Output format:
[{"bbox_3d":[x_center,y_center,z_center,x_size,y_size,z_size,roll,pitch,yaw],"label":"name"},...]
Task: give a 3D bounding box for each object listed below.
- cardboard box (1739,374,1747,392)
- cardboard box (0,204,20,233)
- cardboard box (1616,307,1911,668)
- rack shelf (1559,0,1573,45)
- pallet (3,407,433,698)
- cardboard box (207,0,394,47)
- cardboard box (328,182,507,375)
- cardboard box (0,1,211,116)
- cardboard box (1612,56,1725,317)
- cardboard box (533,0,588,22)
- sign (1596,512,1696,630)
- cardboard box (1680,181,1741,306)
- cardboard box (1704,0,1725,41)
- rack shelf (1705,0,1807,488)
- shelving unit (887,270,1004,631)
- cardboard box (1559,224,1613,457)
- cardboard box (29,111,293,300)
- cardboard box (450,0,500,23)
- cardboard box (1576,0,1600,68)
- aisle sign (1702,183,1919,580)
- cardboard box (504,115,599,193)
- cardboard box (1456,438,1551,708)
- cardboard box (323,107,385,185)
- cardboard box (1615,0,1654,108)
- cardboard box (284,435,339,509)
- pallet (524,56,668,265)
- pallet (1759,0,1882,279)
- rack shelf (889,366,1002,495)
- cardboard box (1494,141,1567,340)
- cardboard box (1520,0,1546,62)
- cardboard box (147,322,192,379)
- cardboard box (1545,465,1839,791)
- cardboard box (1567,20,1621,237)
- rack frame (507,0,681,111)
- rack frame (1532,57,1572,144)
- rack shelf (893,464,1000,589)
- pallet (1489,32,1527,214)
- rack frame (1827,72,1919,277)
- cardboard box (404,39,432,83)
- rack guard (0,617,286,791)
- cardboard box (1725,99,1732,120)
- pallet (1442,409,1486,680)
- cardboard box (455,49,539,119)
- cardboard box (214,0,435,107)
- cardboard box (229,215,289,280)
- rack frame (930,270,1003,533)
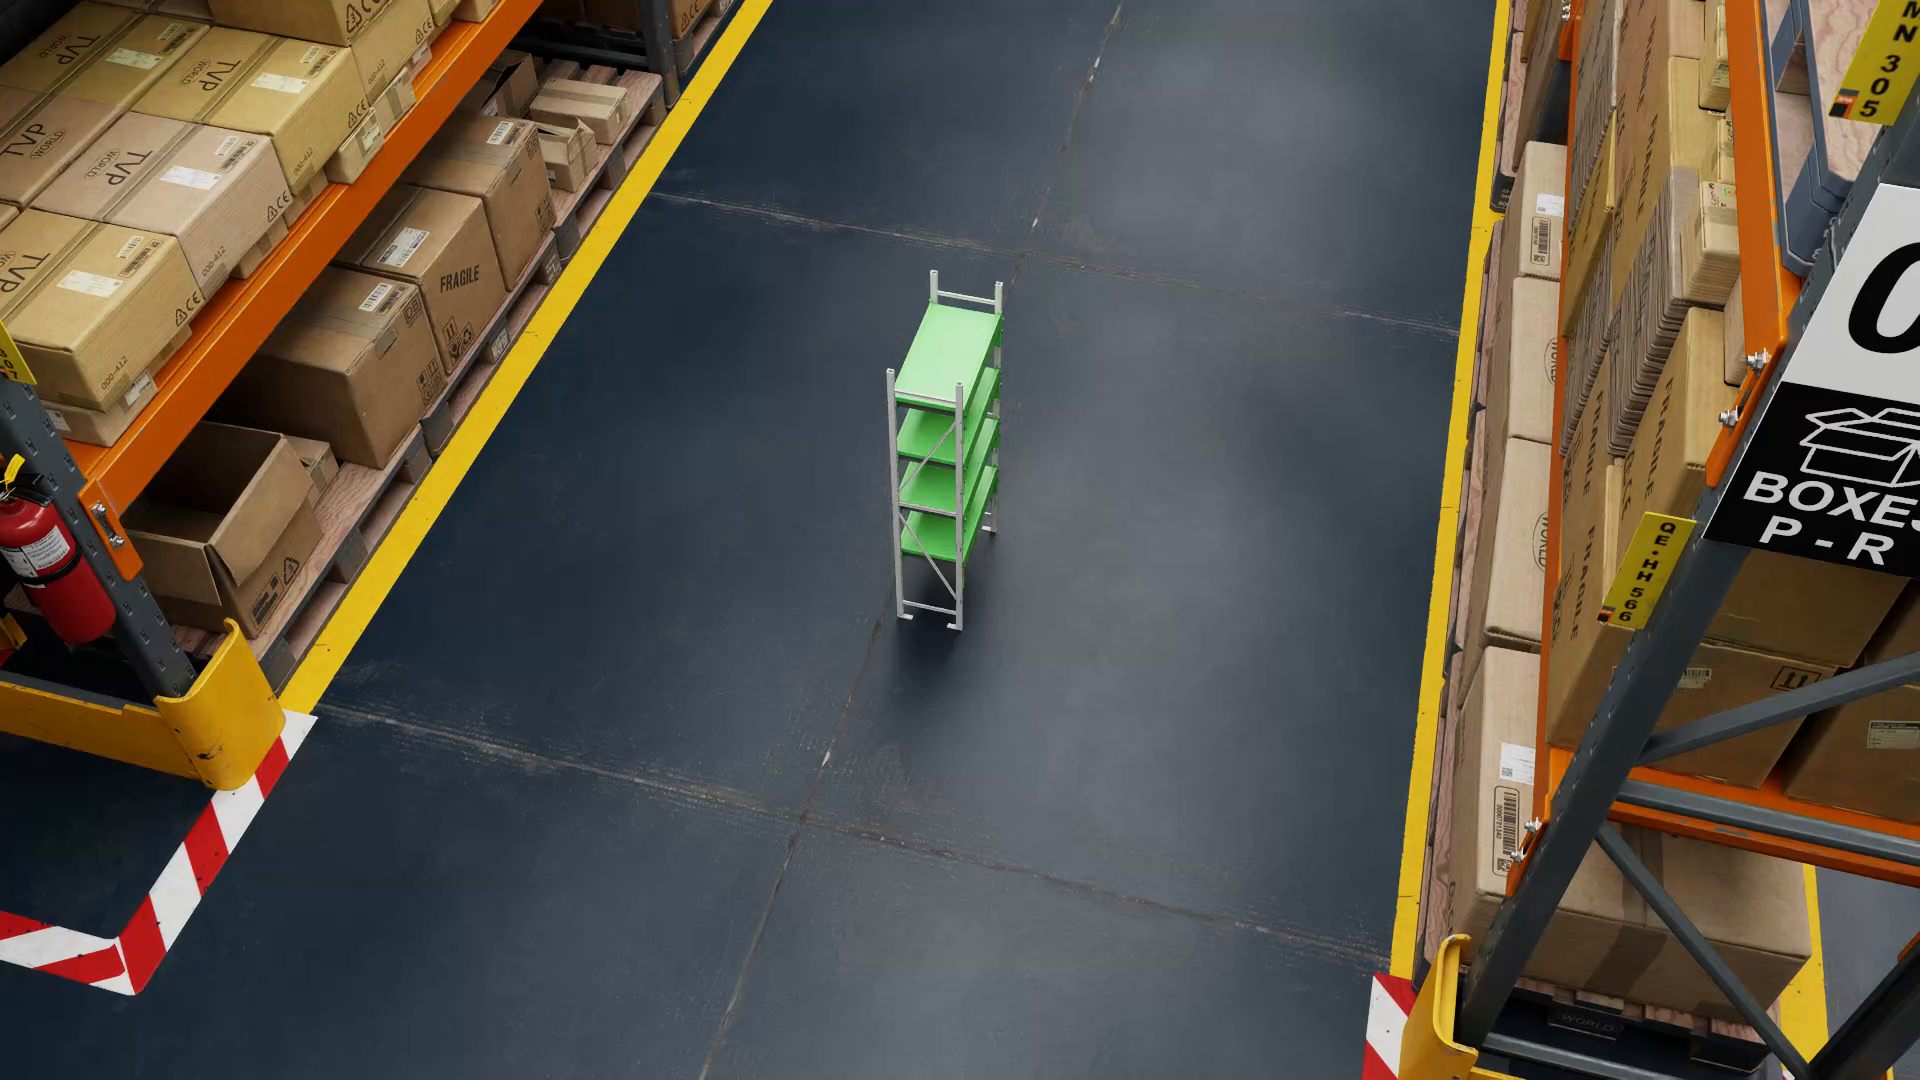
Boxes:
[{"bbox_3d":[1.767,-0.234,3.290,0.380,0.149,0.250,12,50,11],"label":"cardboard box"},{"bbox_3d":[-3.059,-0.767,4.828,0.500,0.250,0.500,13,50,11],"label":"cardboard box"},{"bbox_3d":[1.763,-0.116,3.618,0.500,0.500,0.500,13,50,11],"label":"cardboard box"},{"bbox_3d":[3.445,-3.458,7.781,1.077,0.370,4.000,12,50,10],"label":"rack shelf"},{"bbox_3d":[-2.695,-0.042,6.147,1.003,0.211,1.213,12,50,10],"label":"pallet"},{"bbox_3d":[-2.150,-1.990,5.407,0.500,0.500,0.500,13,50,11],"label":"cardboard box"},{"bbox_3d":[-2.173,-1.042,6.556,0.500,0.500,0.500,12,50,11],"label":"cardboard box"},{"bbox_3d":[-2.787,-1.497,5.472,0.500,0.250,0.500,13,50,11],"label":"cardboard box"},{"bbox_3d":[2.005,-0.857,4.272,0.500,0.500,0.500,11,50,10],"label":"cardboard box"},{"bbox_3d":[-2.027,-2.952,8.242,0.500,0.500,0.500,11,50,10],"label":"cardboard box"},{"bbox_3d":[1.346,0.065,3.262,0.100,0.325,0.005,12,50,10],"label":"sign"},{"bbox_3d":[1.797,-0.626,3.636,0.380,0.149,0.250,11,50,10],"label":"cardboard box"},{"bbox_3d":[2.137,-1.354,4.278,0.380,0.149,0.250,13,50,11],"label":"cardboard box"},{"bbox_3d":[2.392,-1.558,4.103,1.077,0.370,4.000,12,50,10],"label":"rack shelf"},{"bbox_3d":[-0.044,-0.277,5.694,0.258,1.200,0.503,12,50,10],"label":"shelving unit"},{"bbox_3d":[2.010,-0.525,4.646,0.500,0.500,0.500,13,50,11],"label":"cardboard box"},{"bbox_3d":[-2.412,-1.022,5.053,0.500,0.250,0.500,12,50,10],"label":"cardboard box"},{"bbox_3d":[-1.939,-2.103,6.273,0.380,0.149,0.250,11,49,9],"label":"cardboard box"},{"bbox_3d":[2.542,-1.995,5.944,0.500,0.500,0.500,13,50,11],"label":"cardboard box"},{"bbox_3d":[1.548,-0.226,2.715,0.394,0.787,0.004,12,50,10],"label":"aisle sign"},{"bbox_3d":[-1.828,-1.742,7.330,0.396,0.266,0.258,13,50,11],"label":"cardboard box"},{"bbox_3d":[2.176,0.192,5.509,0.875,0.438,0.875,13,50,11],"label":"cardboard box"},{"bbox_3d":[-2.186,-1.356,5.614,0.380,0.149,0.250,10,49,9],"label":"cardboard box"},{"bbox_3d":[2.275,-1.585,4.914,0.500,0.500,0.500,12,50,11],"label":"cardboard box"},{"bbox_3d":[-2.522,-0.252,6.093,0.380,0.149,0.250,10,49,9],"label":"cardboard box"},{"bbox_3d":[-2.053,-1.807,7.704,1.003,0.211,1.213,12,50,10],"label":"pallet"},{"bbox_3d":[2.051,-0.858,3.065,1.003,0.211,1.213,12,50,10],"label":"pallet"},{"bbox_3d":[-0.044,-0.394,5.562,0.258,0.148,0.480,12,50,10],"label":"rack shelf"},{"bbox_3d":[2.650,-1.108,6.656,0.875,0.438,0.875,11,49,9],"label":"cardboard box"},{"bbox_3d":[3.235,-2.805,7.862,0.875,0.875,0.875,13,50,11],"label":"cardboard box"},{"bbox_3d":[-2.550,-0.627,4.970,0.380,0.149,0.250,13,50,11],"label":"cardboard box"},{"bbox_3d":[1.737,0.209,3.998,0.500,0.500,0.500,12,50,10],"label":"cardboard box"},{"bbox_3d":[2.269,-1.273,5.307,0.500,0.500,0.500,12,50,10],"label":"cardboard box"},{"bbox_3d":[-1.871,-3.227,7.097,1.000,3.000,0.127,12,50,10],"label":"rack frame"},{"bbox_3d":[2.918,-2.250,6.235,1.000,3.000,0.127,12,50,10],"label":"rack frame"},{"bbox_3d":[-0.044,-0.076,5.922,0.258,0.148,0.480,12,50,10],"label":"rack shelf"},{"bbox_3d":[3.049,-1.900,7.786,1.003,0.211,1.213,12,50,10],"label":"pallet"},{"bbox_3d":[1.866,-1.342,1.432,1.000,3.000,0.127,12,50,10],"label":"rack frame"},{"bbox_3d":[-2.135,-1.750,5.962,0.380,0.149,0.250,11,50,10],"label":"cardboard box"},{"bbox_3d":[-2.904,0.439,5.529,1.175,0.500,0.348,12,50,10],"label":"rack guard"},{"bbox_3d":[2.040,-0.975,3.944,0.380,0.149,0.250,11,50,10],"label":"cardboard box"},{"bbox_3d":[2.324,0.093,6.027,1.003,0.211,1.213,12,50,10],"label":"pallet"},{"bbox_3d":[-2.273,-2.045,7.567,0.500,0.311,0.500,13,50,11],"label":"cardboard box"},{"bbox_3d":[-2.168,-1.763,5.707,0.500,0.250,0.500,10,49,9],"label":"cardboard box"},{"bbox_3d":[-2.389,-0.995,5.295,0.380,0.149,0.250,13,50,11],"label":"cardboard box"},{"bbox_3d":[0.021,-0.454,5.850,0.240,1.200,0.015,12,50,10],"label":"rack frame"}]
